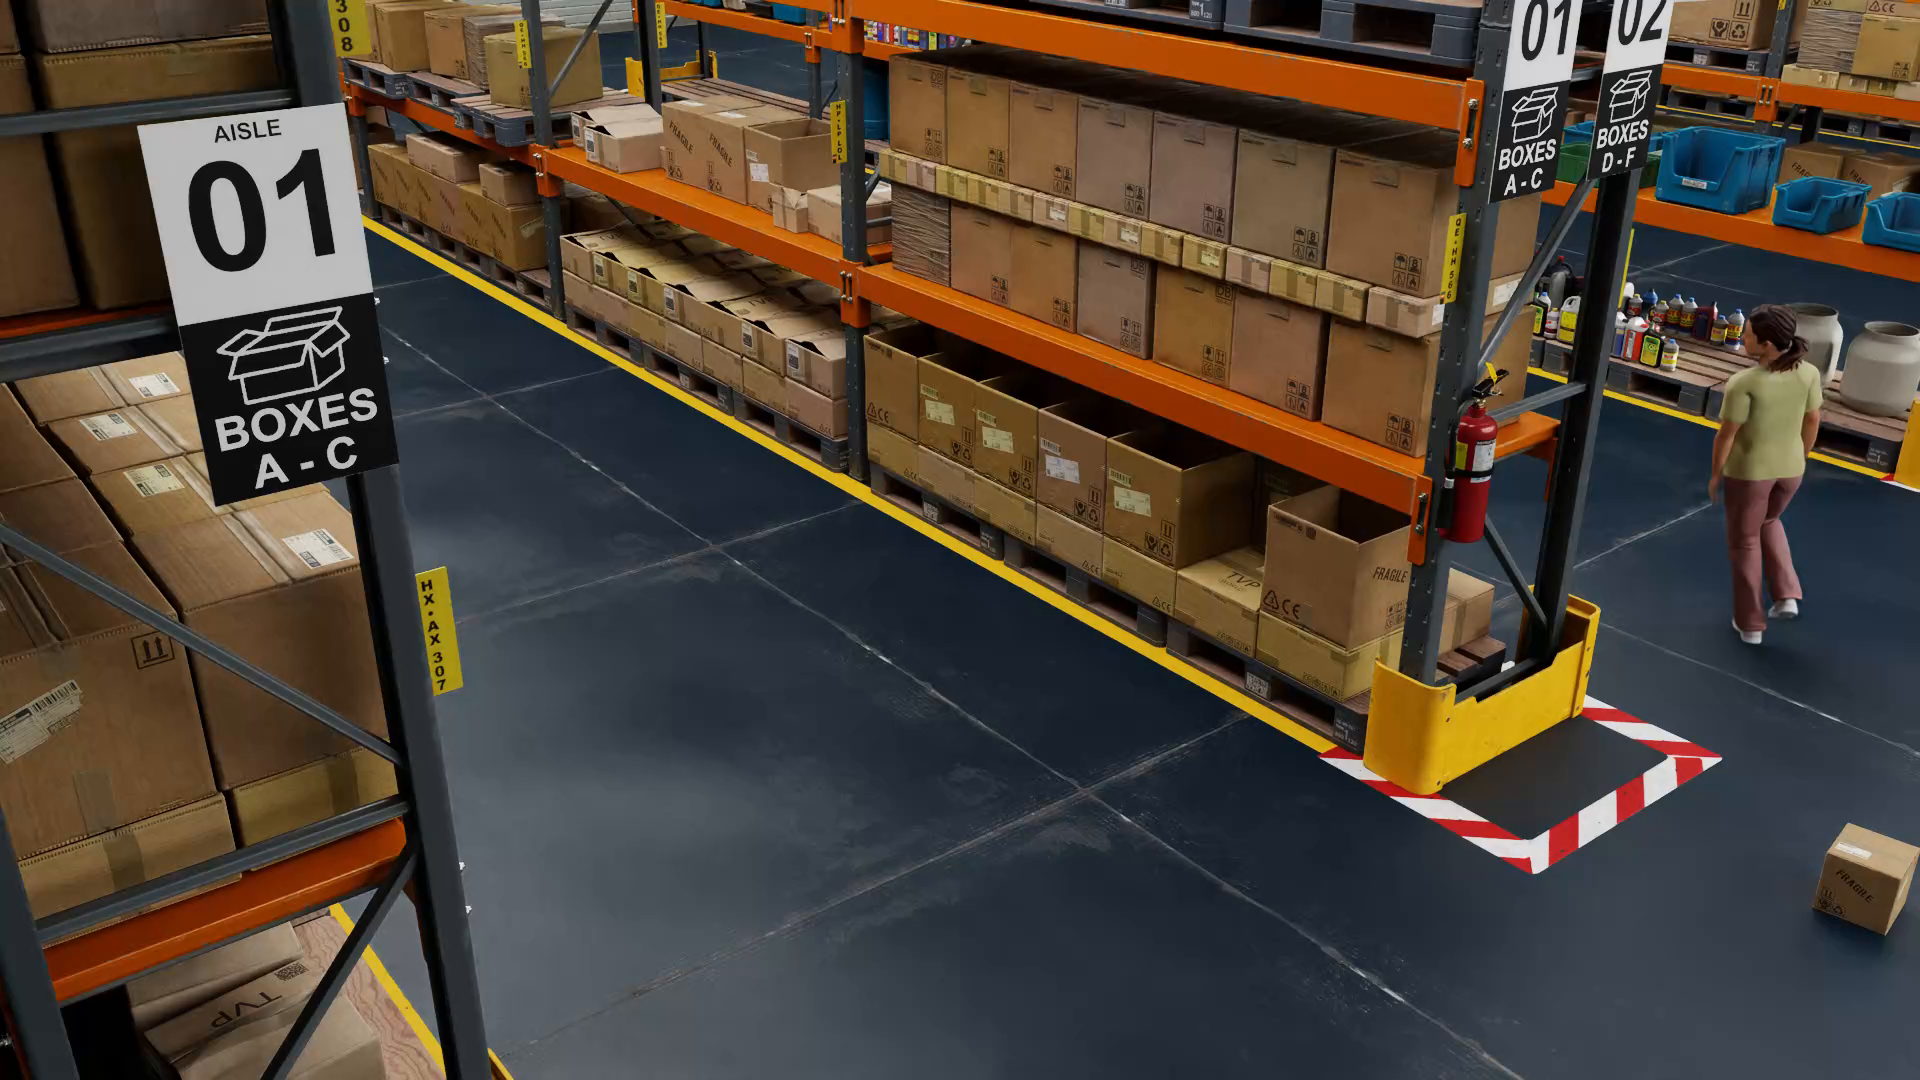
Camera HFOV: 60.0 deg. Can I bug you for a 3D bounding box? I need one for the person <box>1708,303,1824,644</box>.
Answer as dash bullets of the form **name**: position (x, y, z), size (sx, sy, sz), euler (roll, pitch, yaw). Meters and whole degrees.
- **person**: position (3.697, -0.305, 7.694), size (0.578, 1.661, 0.439), euler (-1, 25, -2)
